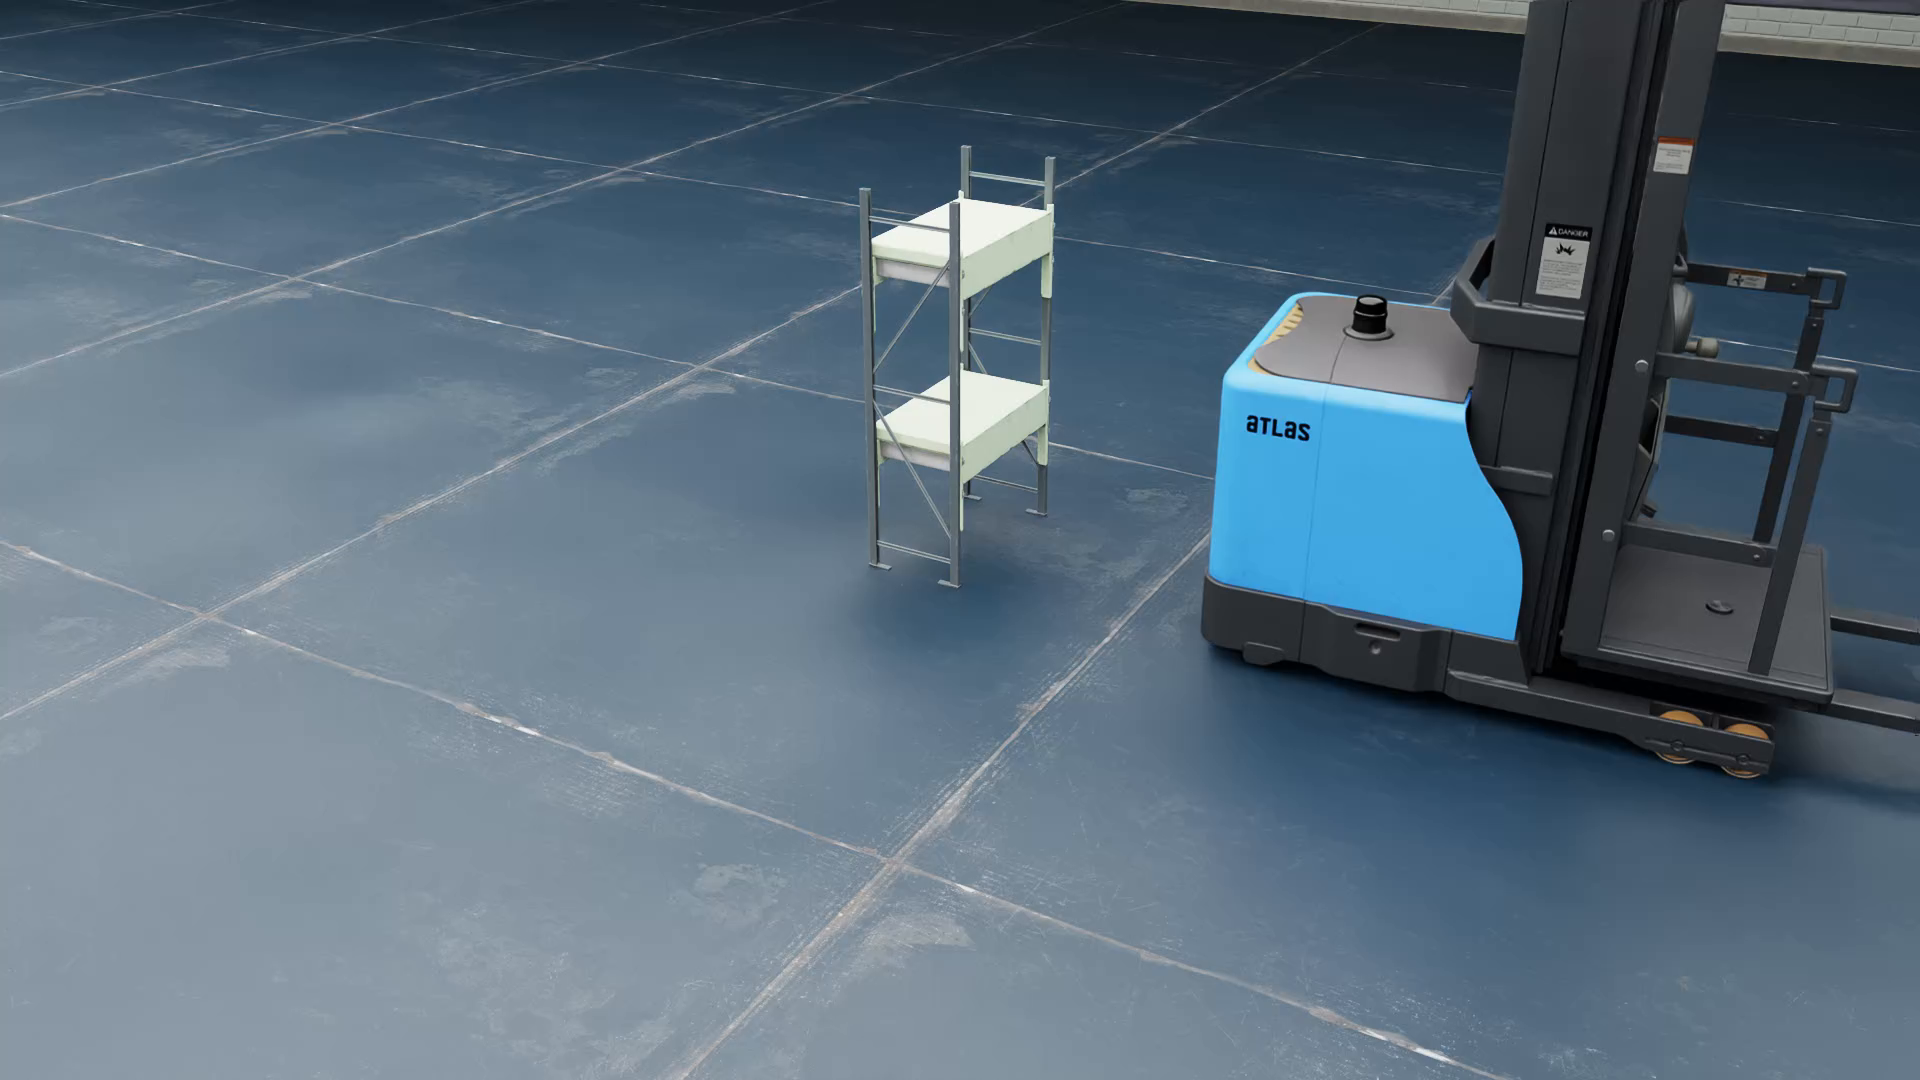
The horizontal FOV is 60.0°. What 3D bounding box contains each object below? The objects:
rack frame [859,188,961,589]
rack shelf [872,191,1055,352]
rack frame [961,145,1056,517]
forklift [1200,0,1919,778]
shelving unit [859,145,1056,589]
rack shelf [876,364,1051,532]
[{"bbox_3d":[-0.177,-0.531,6.135,0.400,1.500,0.023,14,30,26],"label":"rack frame"},{"bbox_3d":[0.003,-1.022,6.245,0.431,0.370,0.720,14,30,26],"label":"rack shelf"},{"bbox_3d":[0.183,-0.816,6.704,0.400,1.500,0.023,14,30,26],"label":"rack frame"},{"bbox_3d":[2.420,-0.831,5.135,3.031,2.935,1.130,11,29,21],"label":"forklift"},{"bbox_3d":[0.003,-0.673,6.419,0.431,1.500,0.755,14,30,26],"label":"shelving unit"},{"bbox_3d":[0.003,-0.382,6.565,0.431,0.370,0.720,14,30,26],"label":"rack shelf"}]
